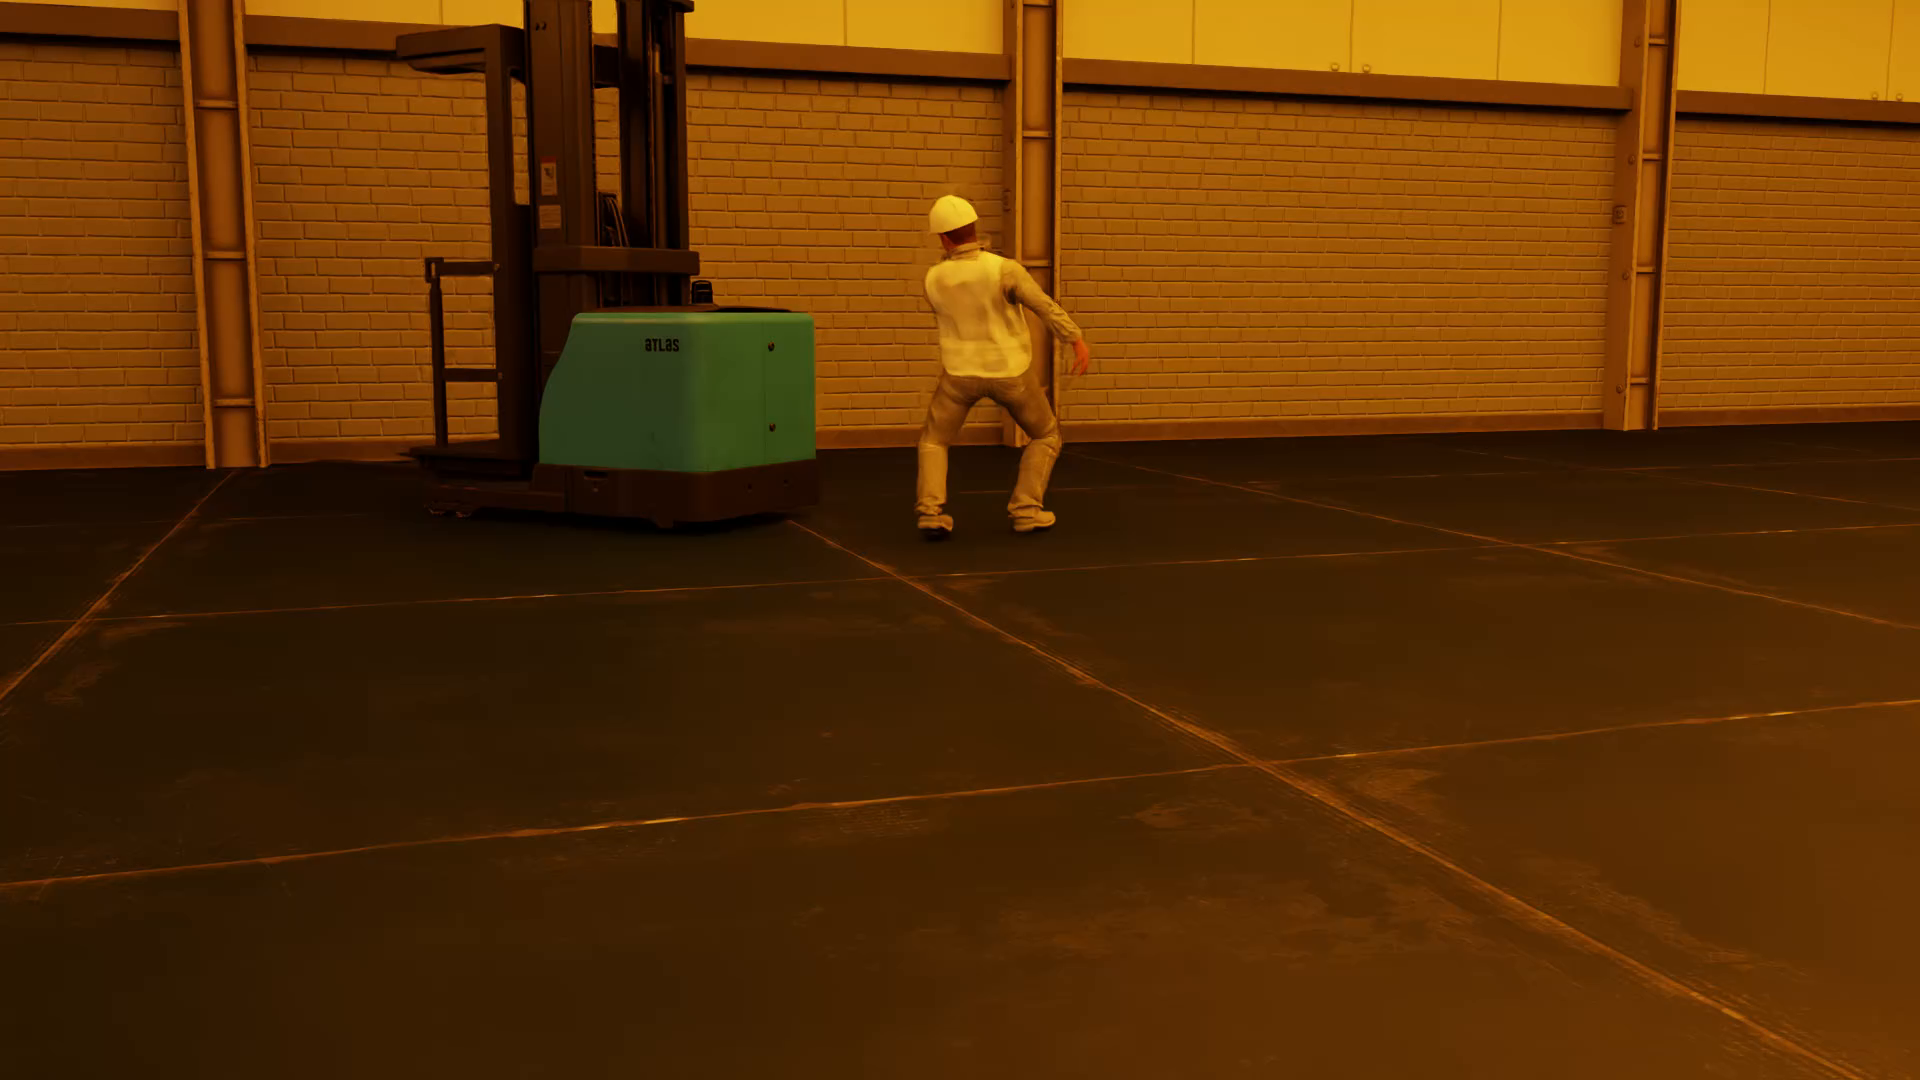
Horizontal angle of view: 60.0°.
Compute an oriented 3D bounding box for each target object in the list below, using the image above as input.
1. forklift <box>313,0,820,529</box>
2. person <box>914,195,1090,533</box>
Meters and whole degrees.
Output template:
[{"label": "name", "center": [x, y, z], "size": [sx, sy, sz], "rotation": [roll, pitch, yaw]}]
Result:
[{"label": "forklift", "center": [-2.278, -1.625, 8.994], "size": [3.031, 2.935, 1.130], "rotation": [5, 9, 30]}, {"label": "person", "center": [0.212, -0.849, 8.118], "size": [0.837, 1.609, 0.843], "rotation": [1, 8, 4]}]
